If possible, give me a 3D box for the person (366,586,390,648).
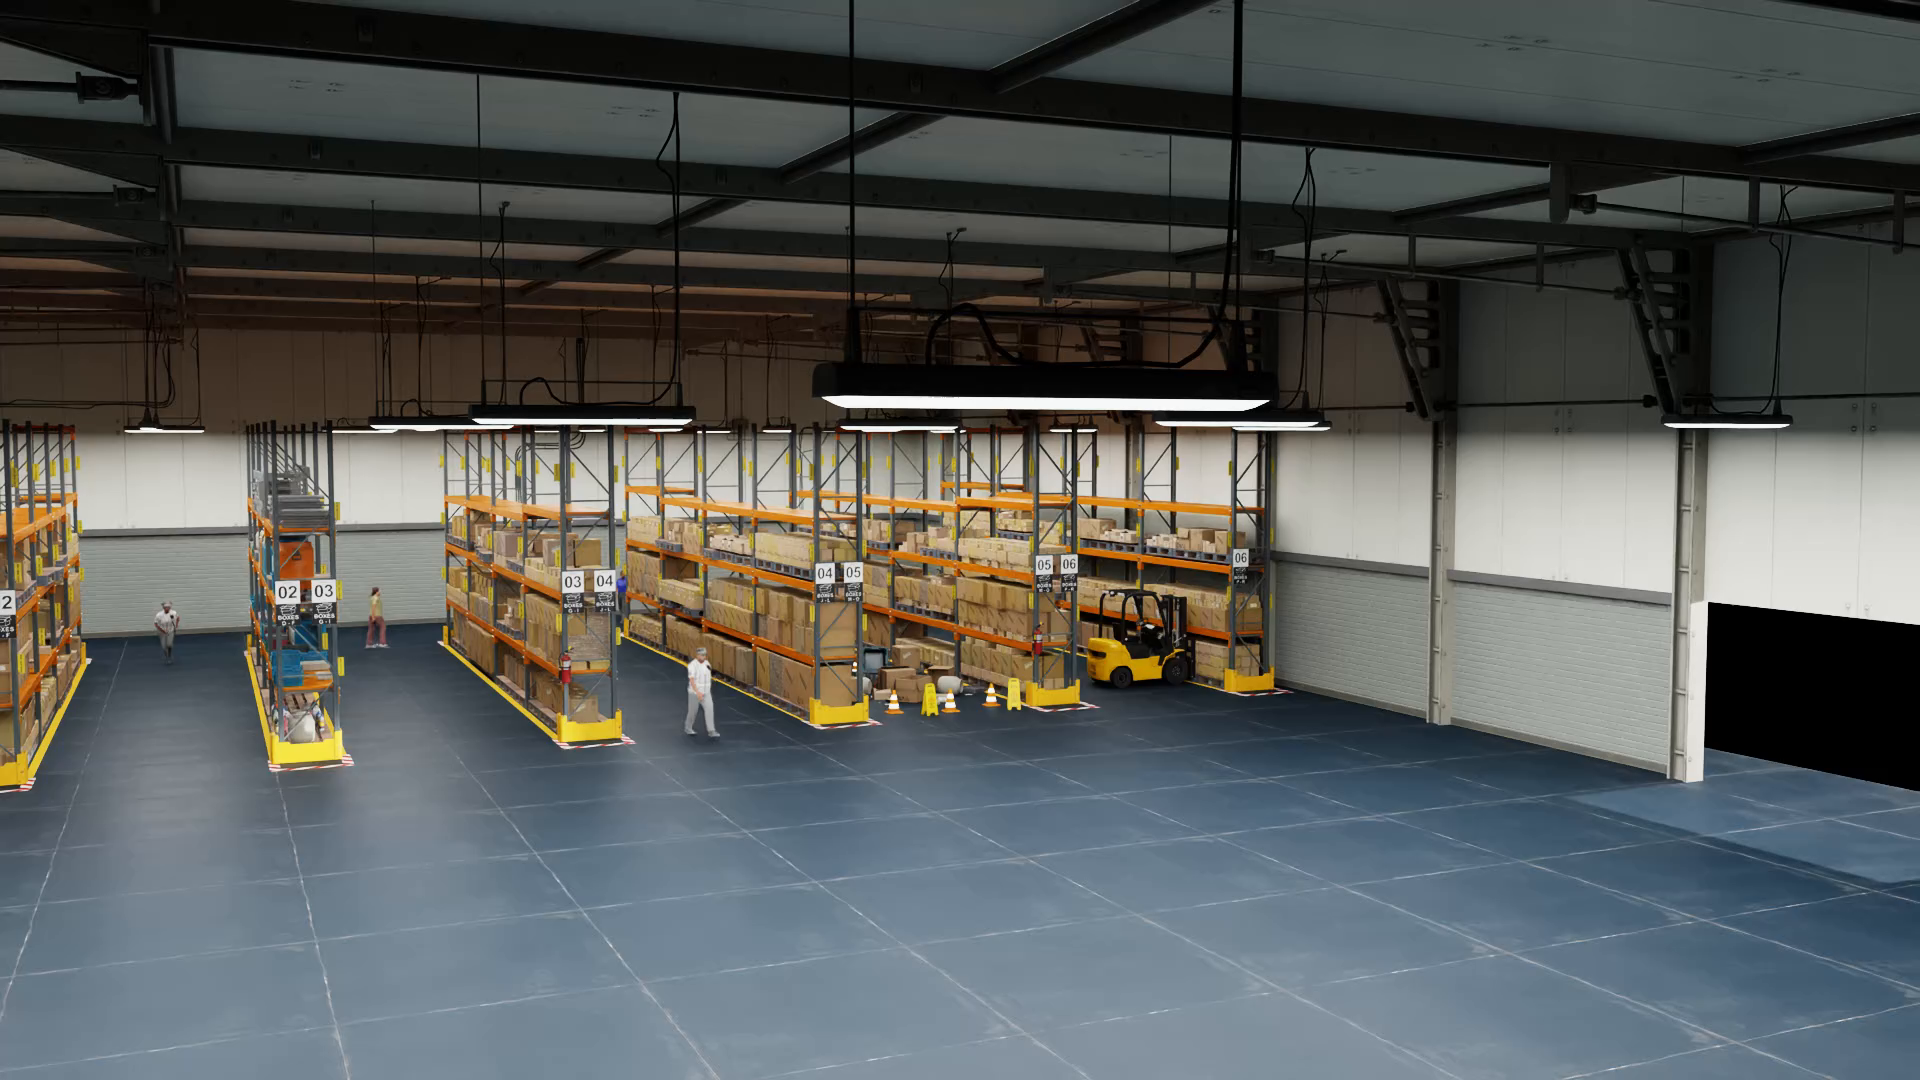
[{"bbox_3d":[-15.795,2.104,44.907,0.446,1.696,0.652,2,4,31],"label":"person"}]

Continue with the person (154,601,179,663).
[{"bbox_3d":[-19.918,2.317,41.776,0.524,1.599,0.732,-1,4,-15],"label":"person"}]

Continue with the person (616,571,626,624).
[{"bbox_3d":[-10.315,1.726,50.869,0.432,1.596,1.051,0,4,6],"label":"person"}]

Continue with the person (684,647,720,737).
[{"bbox_3d":[-4.896,2.878,31.606,0.546,1.693,1.029,-3,5,-41],"label":"person"}]
